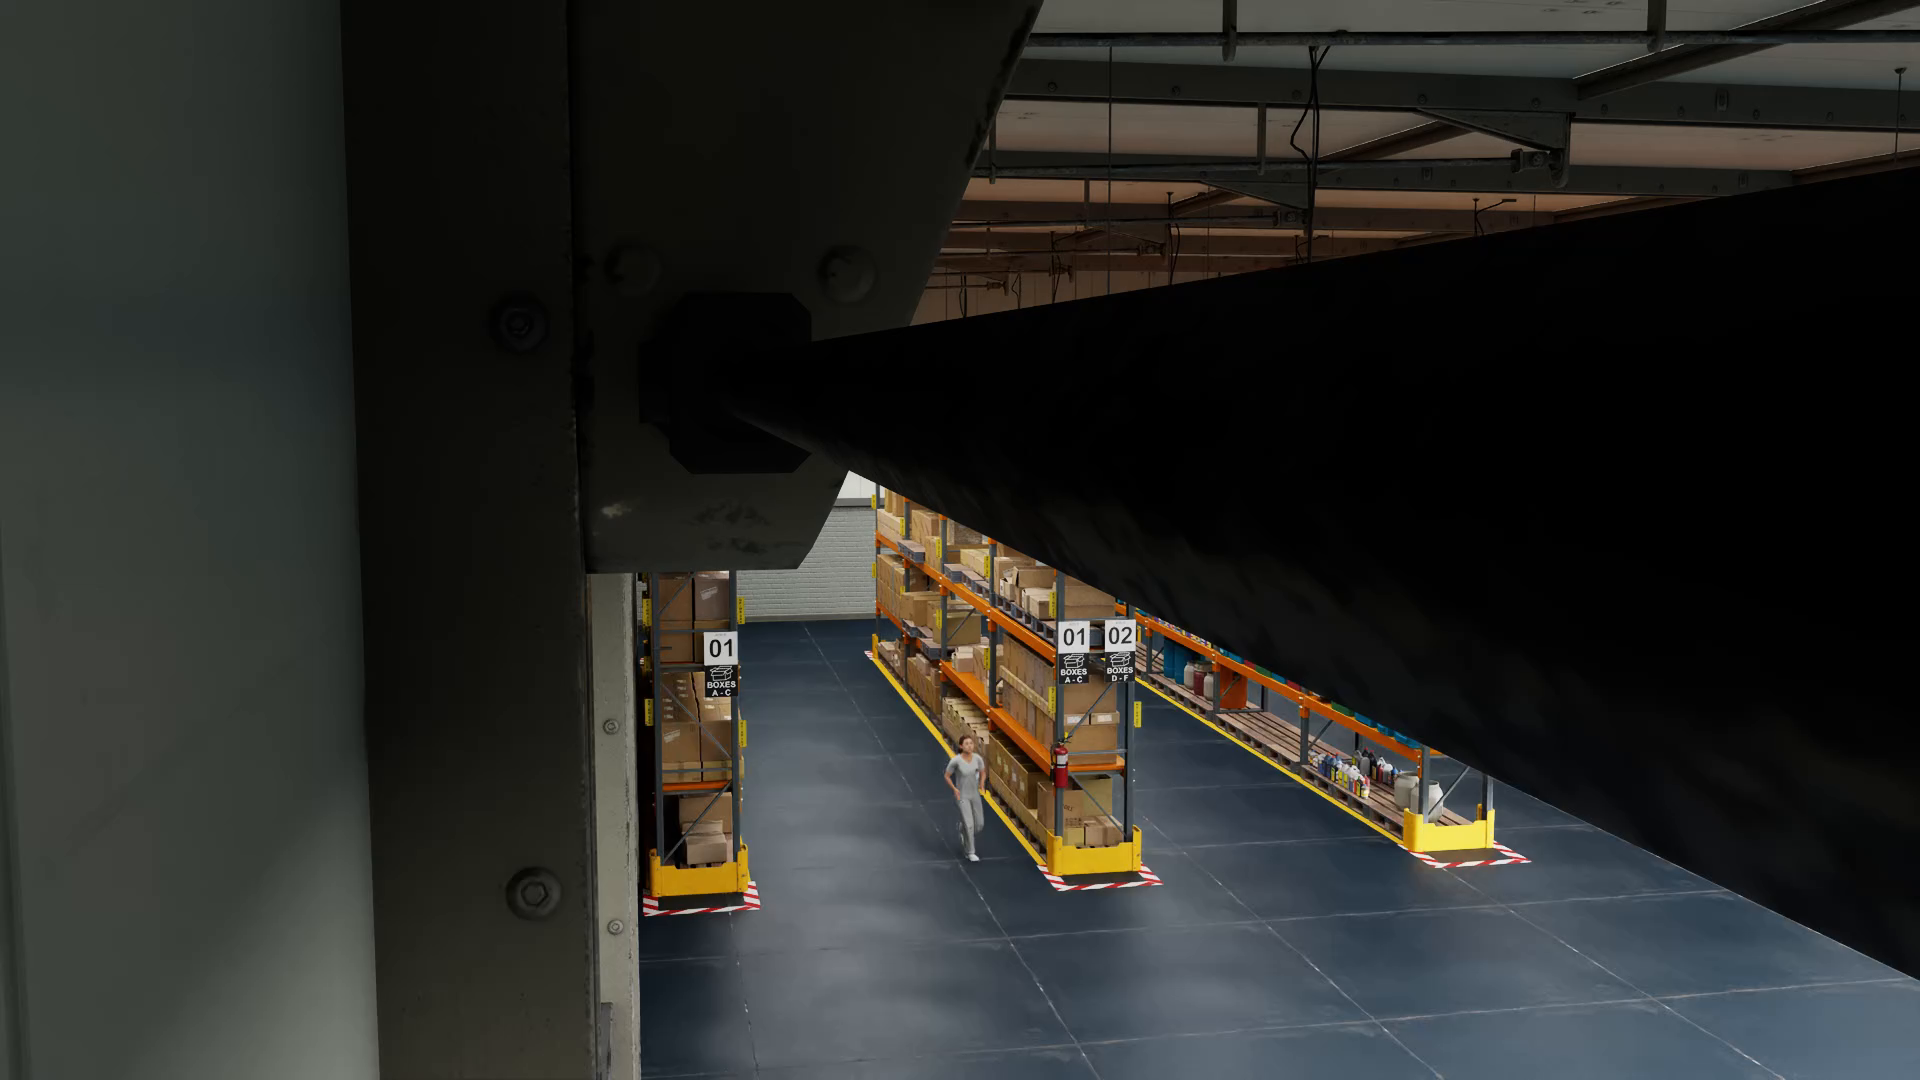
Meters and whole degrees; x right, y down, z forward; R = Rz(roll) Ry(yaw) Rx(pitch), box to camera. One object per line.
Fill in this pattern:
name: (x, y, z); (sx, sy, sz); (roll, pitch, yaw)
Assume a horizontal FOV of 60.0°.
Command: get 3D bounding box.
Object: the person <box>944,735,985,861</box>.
person: (0.070, 3.318, 21.533); (0.555, 1.612, 0.621); (-2, 6, -21)
